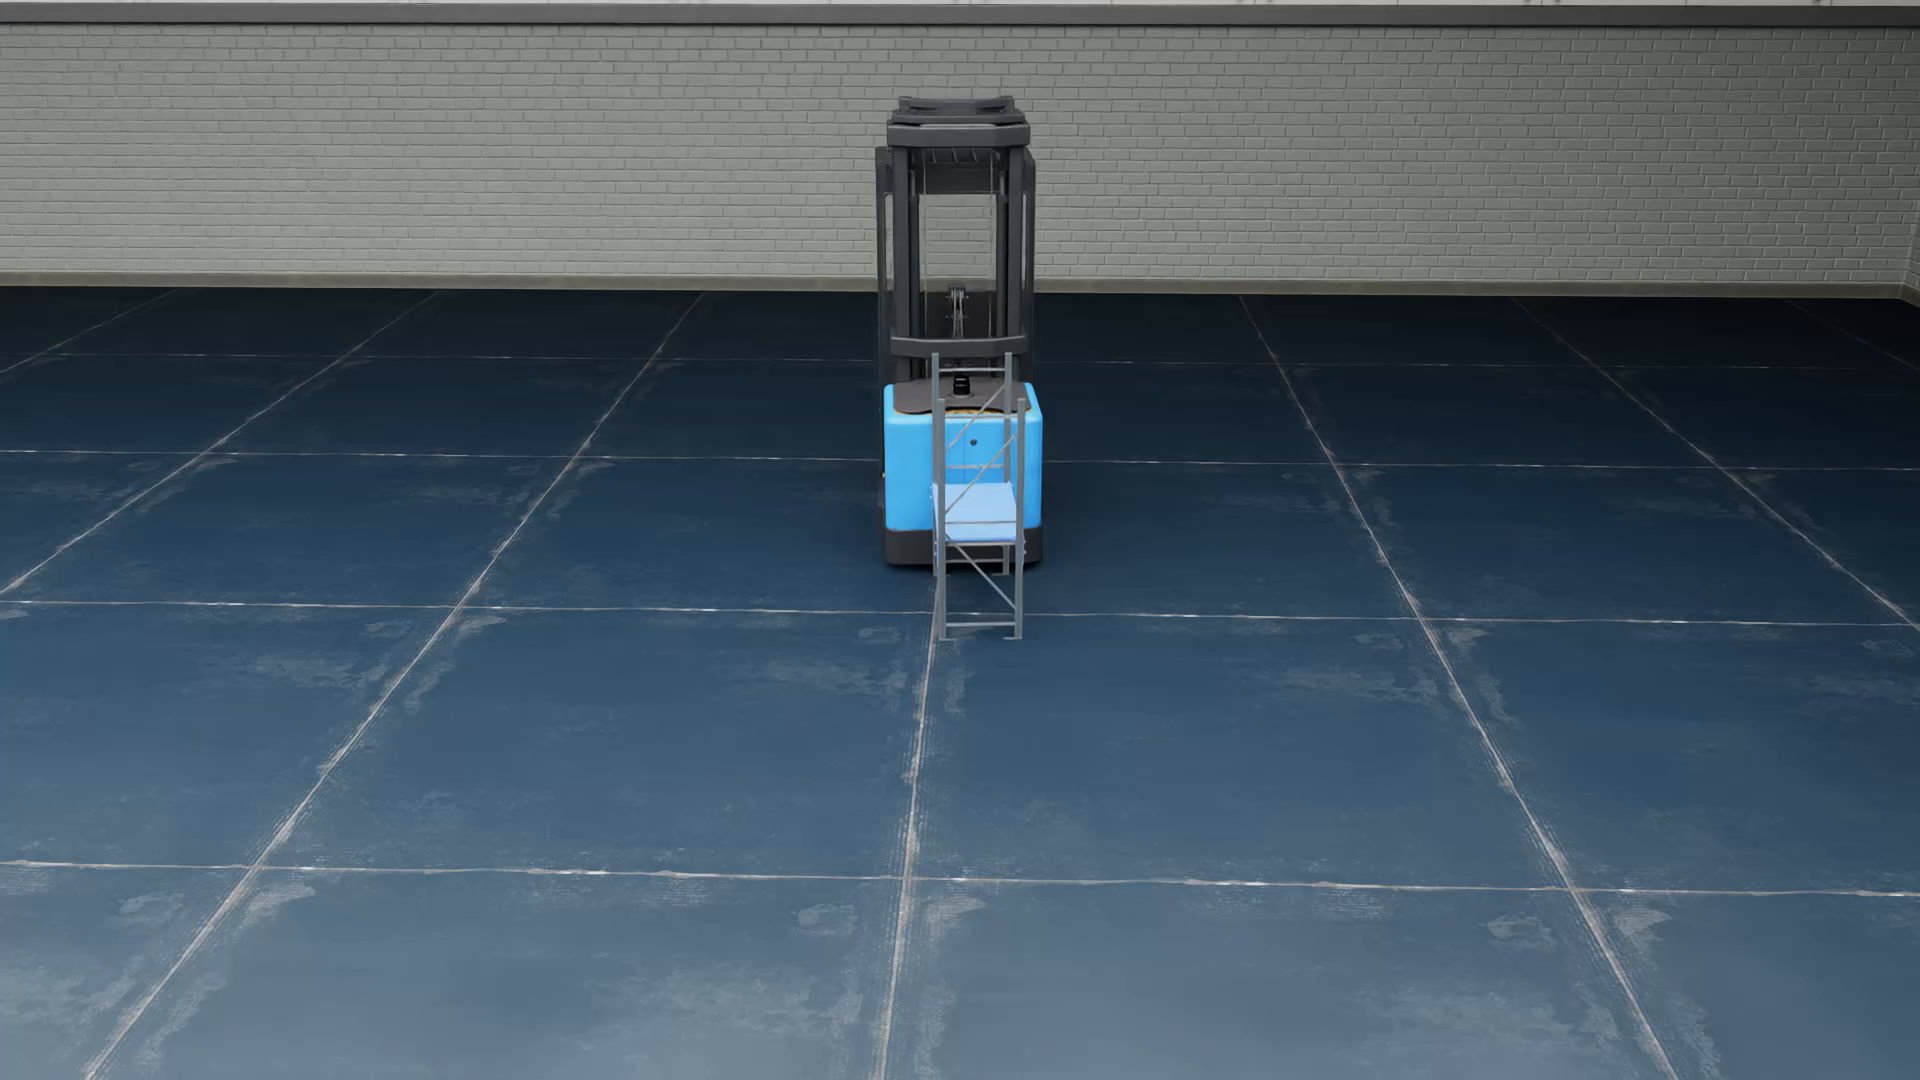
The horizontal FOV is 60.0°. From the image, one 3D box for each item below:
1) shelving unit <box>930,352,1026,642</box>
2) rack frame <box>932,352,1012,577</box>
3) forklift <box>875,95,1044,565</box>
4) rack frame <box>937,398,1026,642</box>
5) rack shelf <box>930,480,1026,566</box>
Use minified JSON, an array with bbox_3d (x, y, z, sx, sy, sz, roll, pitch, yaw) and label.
[{"bbox_3d":[0.098,-0.282,10.183,0.538,1.500,1.048,-1,21,-3],"label":"shelving unit"},{"bbox_3d":[0.074,-0.466,10.656,0.500,1.500,0.032,-1,21,-3],"label":"rack frame"},{"bbox_3d":[-0.042,-1.691,11.834,1.130,2.935,3.031,-1,21,-3],"label":"forklift"},{"bbox_3d":[0.122,-0.098,9.709,0.500,1.500,0.032,-1,21,-3],"label":"rack frame"},{"bbox_3d":[0.098,-0.114,10.248,0.538,0.185,1.000,-1,21,-3],"label":"rack shelf"}]
